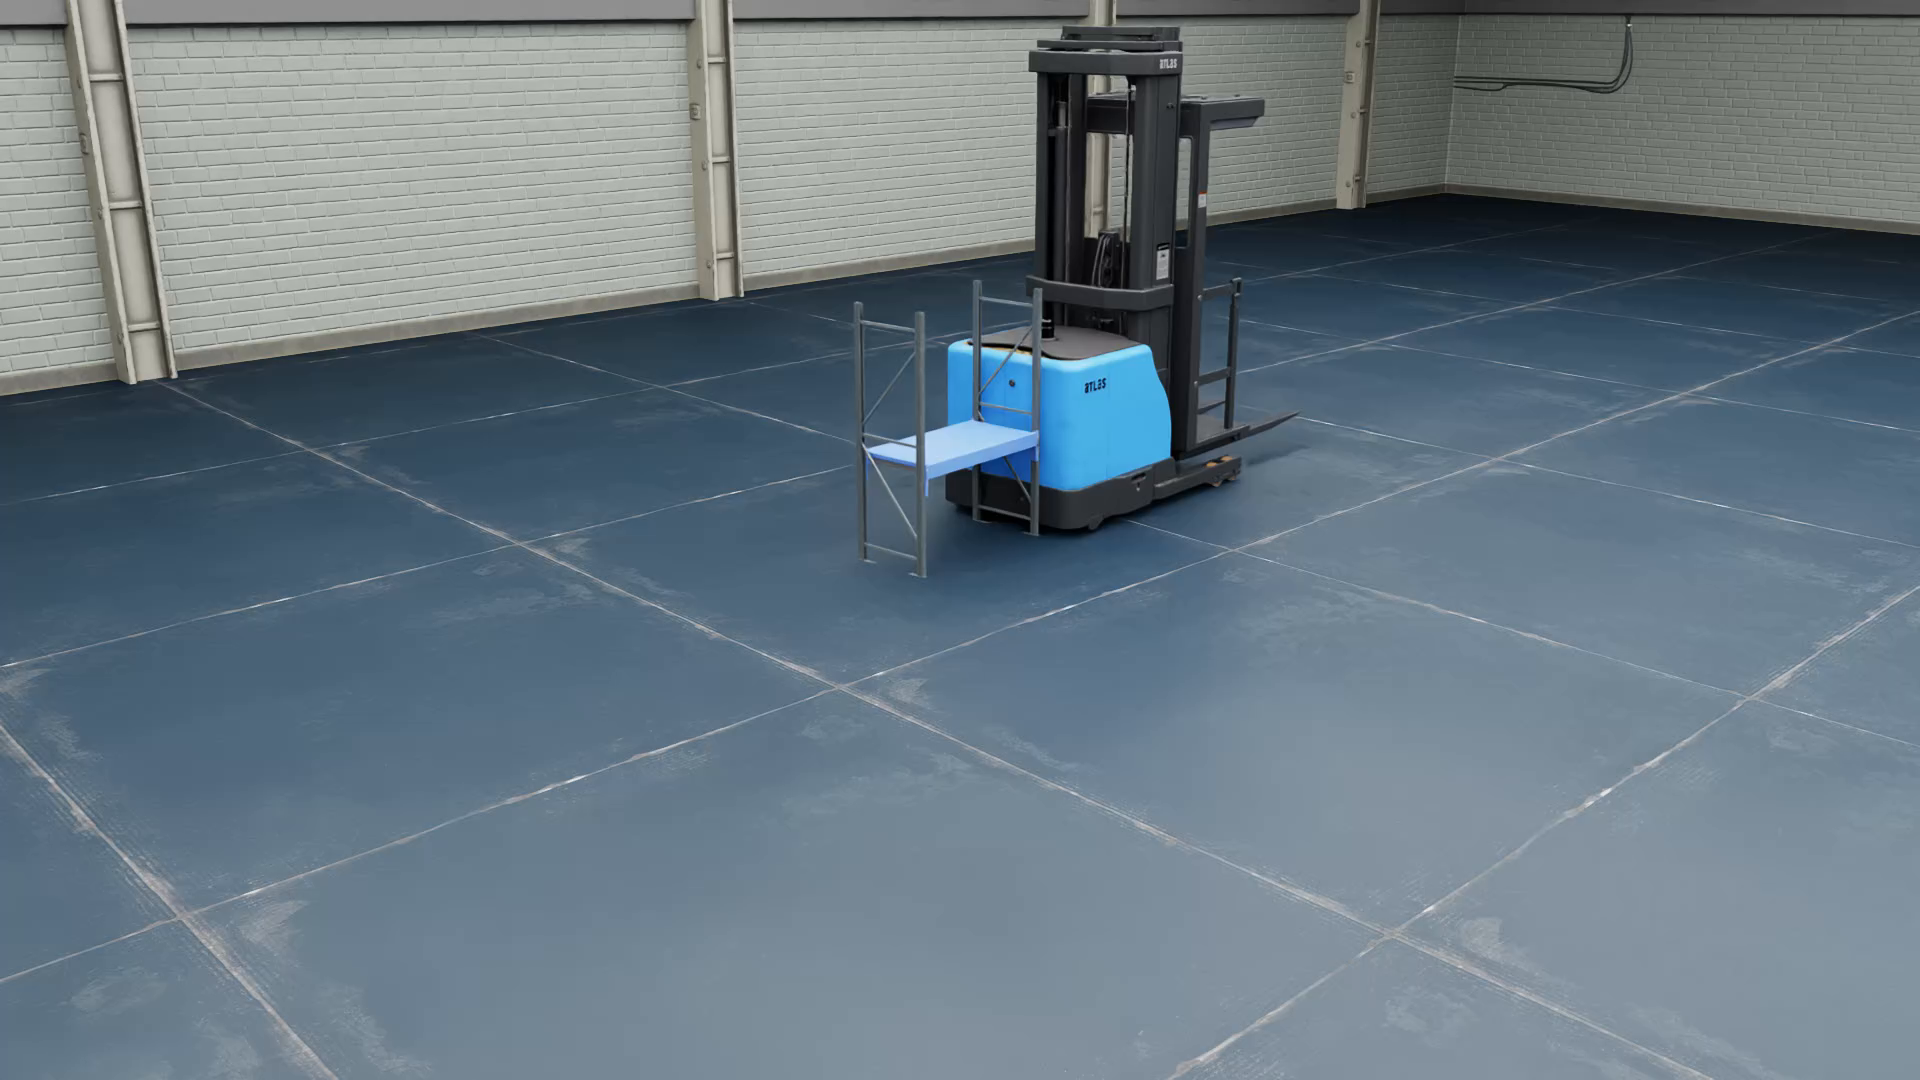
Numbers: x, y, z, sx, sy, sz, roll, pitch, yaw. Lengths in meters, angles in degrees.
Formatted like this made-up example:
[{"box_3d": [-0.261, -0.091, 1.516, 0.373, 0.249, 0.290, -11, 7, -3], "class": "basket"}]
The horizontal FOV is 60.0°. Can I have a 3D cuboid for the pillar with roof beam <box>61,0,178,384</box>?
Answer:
[{"box_3d": [-4.014, -4.707, 9.911, 0.400, 9.000, 9.100, -16, 24, -41], "class": "pillar with roof beam"}]

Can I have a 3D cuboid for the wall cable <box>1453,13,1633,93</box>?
[{"box_3d": [9.156, -8.336, 26.140, 0.112, 2.526, 3.097, -16, 24, -41], "class": "wall cable"}]

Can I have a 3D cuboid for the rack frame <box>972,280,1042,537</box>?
[{"box_3d": [0.276, -0.783, 9.968, 0.500, 1.500, 0.032, 15, 23, 38], "class": "rack frame"}]

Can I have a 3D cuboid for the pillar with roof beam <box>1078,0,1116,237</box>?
[{"box_3d": [4.705, -7.249, 17.753, 0.400, 9.000, 9.100, -16, 24, -41], "class": "pillar with roof beam"}]

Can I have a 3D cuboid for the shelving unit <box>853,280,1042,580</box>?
[{"box_3d": [-0.056, -0.664, 9.602, 0.538, 1.500, 1.048, 15, 23, 38], "class": "shelving unit"}]

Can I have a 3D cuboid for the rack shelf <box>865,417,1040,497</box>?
[{"box_3d": [-0.056, -0.493, 9.657, 0.538, 0.185, 1.000, 15, 23, 38], "class": "rack shelf"}]

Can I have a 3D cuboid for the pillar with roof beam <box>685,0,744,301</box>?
[{"box_3d": [0.346, -5.978, 13.832, 0.400, 9.000, 9.100, -16, 24, -41], "class": "pillar with roof beam"}]

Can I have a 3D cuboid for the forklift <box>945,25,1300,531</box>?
[{"box_3d": [1.248, -1.835, 10.892, 1.130, 2.935, 3.031, 15, 23, 38], "class": "forklift"}]

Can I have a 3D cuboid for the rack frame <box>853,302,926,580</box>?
[{"box_3d": [-0.388, -0.546, 9.236, 0.500, 1.500, 0.032, 15, 23, 38], "class": "rack frame"}]

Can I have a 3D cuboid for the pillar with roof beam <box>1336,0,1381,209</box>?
[{"box_3d": [9.065, -8.521, 21.675, 0.400, 9.000, 9.100, -16, 24, -41], "class": "pillar with roof beam"}]
